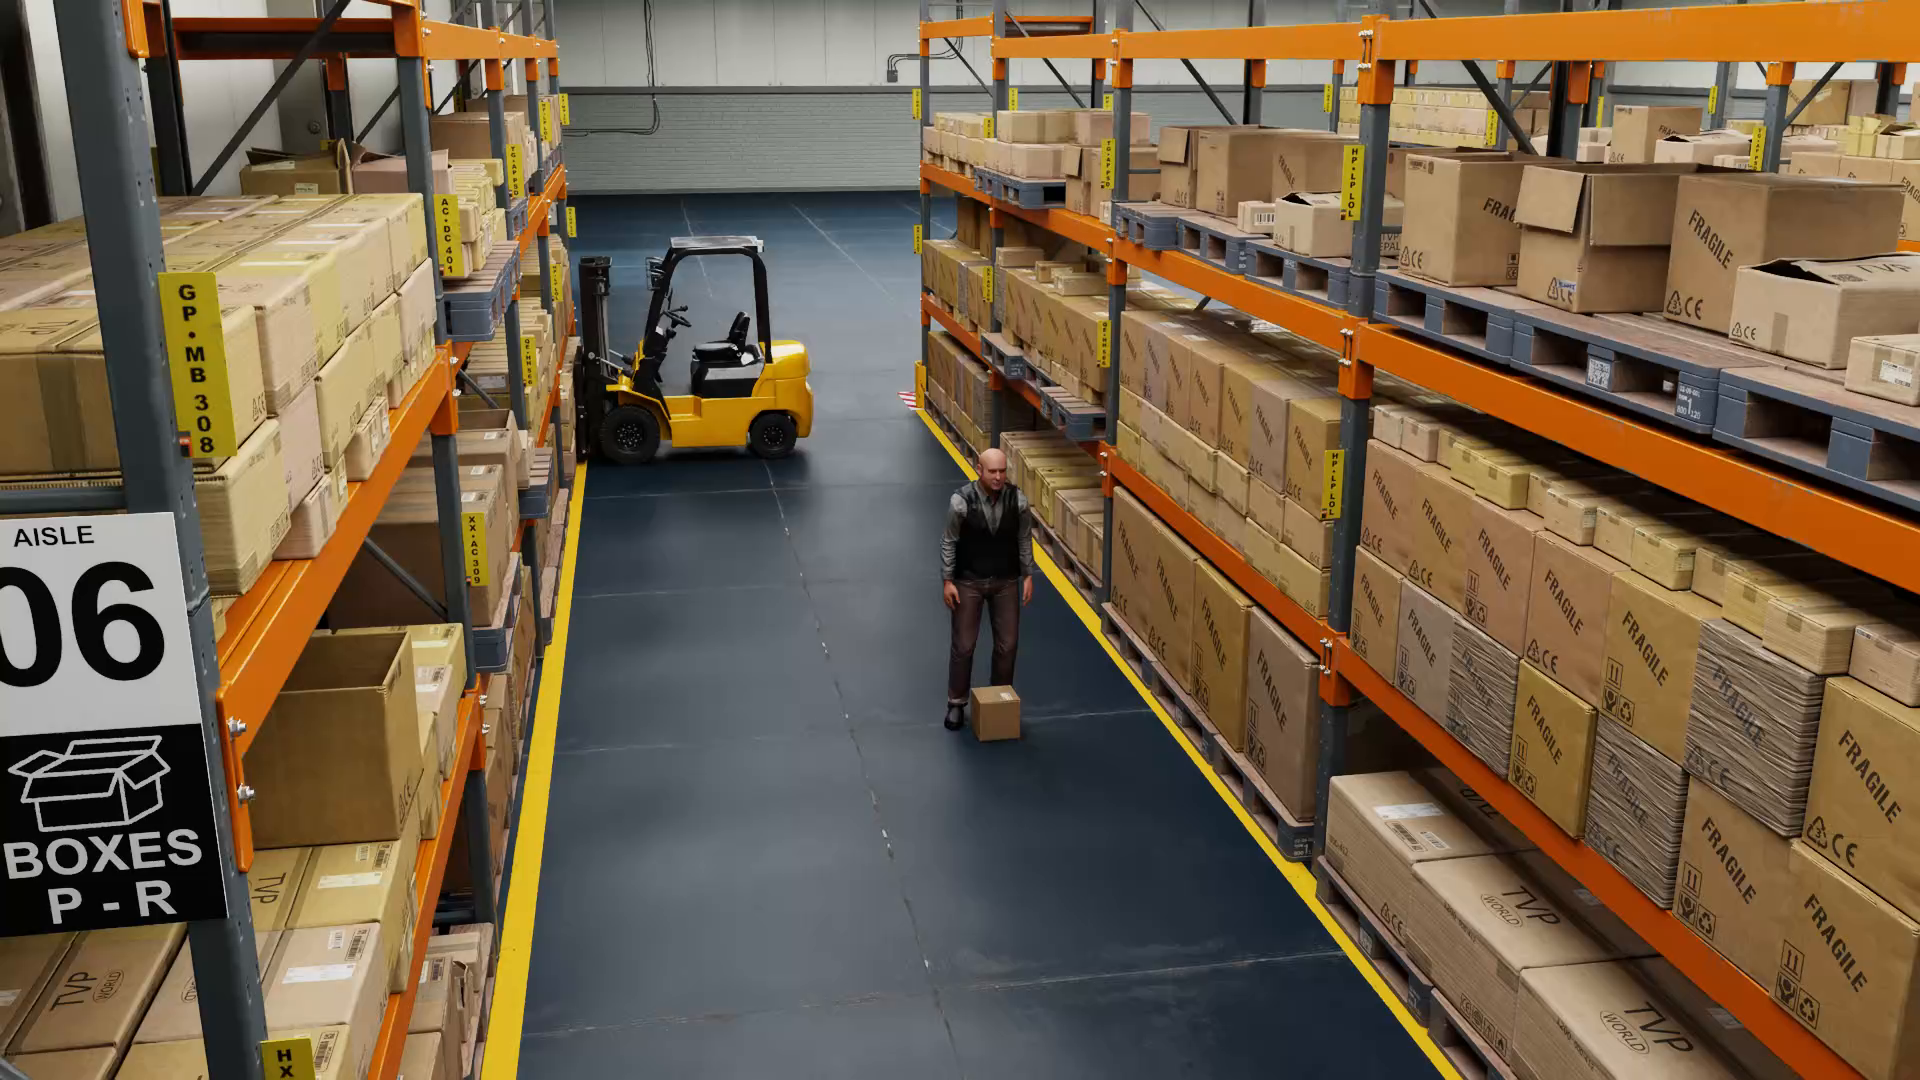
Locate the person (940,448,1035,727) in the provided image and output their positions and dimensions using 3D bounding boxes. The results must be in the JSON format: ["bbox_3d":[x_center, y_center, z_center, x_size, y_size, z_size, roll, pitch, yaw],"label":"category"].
[{"bbox_3d":[0.163,0.267,10.159,0.591,1.722,0.410,-4,17,-13],"label":"person"}]
